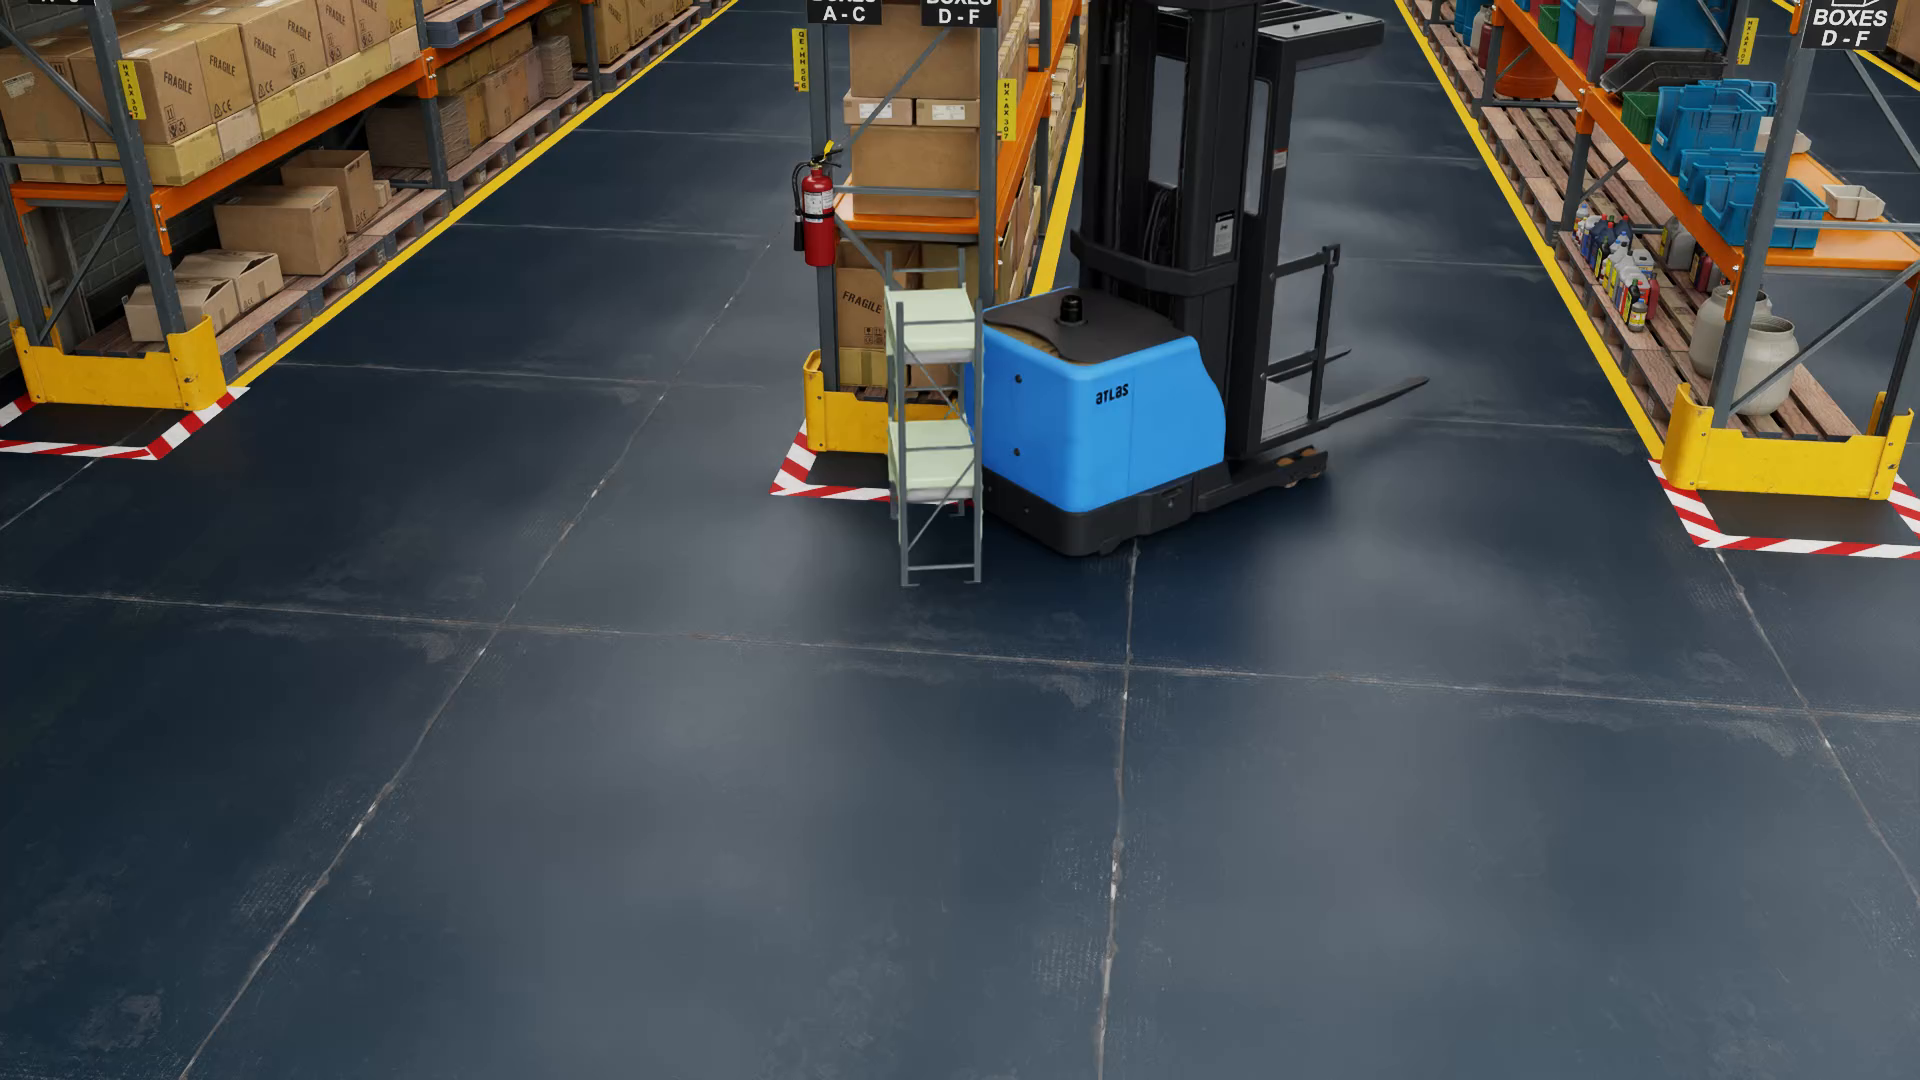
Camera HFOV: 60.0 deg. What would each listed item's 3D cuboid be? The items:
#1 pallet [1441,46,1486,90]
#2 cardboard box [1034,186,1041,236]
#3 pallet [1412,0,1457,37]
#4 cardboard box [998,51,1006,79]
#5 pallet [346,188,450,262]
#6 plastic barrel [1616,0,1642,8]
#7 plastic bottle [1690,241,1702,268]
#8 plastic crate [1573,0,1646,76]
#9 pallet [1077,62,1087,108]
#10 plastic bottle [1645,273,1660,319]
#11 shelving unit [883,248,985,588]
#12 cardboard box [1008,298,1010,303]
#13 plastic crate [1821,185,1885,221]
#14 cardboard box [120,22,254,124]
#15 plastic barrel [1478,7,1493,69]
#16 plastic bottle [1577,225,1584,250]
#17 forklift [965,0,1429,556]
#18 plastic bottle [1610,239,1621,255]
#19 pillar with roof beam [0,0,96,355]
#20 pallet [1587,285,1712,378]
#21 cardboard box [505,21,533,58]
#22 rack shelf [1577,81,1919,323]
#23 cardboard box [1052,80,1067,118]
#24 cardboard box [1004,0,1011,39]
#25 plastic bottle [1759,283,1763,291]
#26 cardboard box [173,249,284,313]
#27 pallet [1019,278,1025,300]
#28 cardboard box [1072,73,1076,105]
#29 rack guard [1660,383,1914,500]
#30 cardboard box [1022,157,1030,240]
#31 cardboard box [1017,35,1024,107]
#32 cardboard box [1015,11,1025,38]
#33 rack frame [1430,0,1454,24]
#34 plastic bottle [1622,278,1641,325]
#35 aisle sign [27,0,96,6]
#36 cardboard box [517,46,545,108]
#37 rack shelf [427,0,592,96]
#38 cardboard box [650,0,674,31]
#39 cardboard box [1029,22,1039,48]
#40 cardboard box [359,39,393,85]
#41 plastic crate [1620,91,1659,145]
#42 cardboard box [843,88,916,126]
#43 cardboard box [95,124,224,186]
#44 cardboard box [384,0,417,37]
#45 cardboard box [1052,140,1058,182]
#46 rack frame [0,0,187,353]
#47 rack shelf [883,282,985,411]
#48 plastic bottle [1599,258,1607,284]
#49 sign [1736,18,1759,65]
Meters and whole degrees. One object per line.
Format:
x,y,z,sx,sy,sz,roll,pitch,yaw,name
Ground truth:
5.802,-5.099,17.991,1.003,0.211,1.213,3,28,6,pallet
0.349,-2.530,12.740,0.500,0.250,0.500,3,28,6,cardboard box
6.136,-6.384,20.377,1.003,0.211,1.213,3,28,6,pallet
0.086,-2.892,10.166,0.380,0.149,0.250,2,28,4,cardboard box
-4.775,-2.527,13.218,1.003,0.211,1.213,3,28,6,pallet
5.529,-4.340,13.500,0.433,0.535,0.433,0,28,0,plastic barrel
5.288,-2.114,11.841,0.144,0.351,0.185,2,28,4,plastic bottle
4.860,-3.771,12.520,0.402,0.464,0.583,3,28,6,plastic crate
0.808,-4.791,17.421,1.003,0.211,1.213,3,28,6,pallet
4.568,-1.613,10.982,0.061,0.283,0.133,3,28,6,plastic bottle
-0.135,-0.609,8.299,0.431,1.500,0.755,-3,28,-6,shelving unit
0.043,-1.353,10.556,0.500,0.250,0.500,3,28,6,cardboard box
5.043,-1.901,9.394,0.298,0.136,0.250,3,28,6,plastic crate
-4.791,-2.902,10.321,0.500,0.500,0.500,3,29,6,cardboard box
5.776,-5.266,17.462,0.600,0.588,0.708,3,28,6,plastic barrel
4.605,-2.239,12.229,0.097,0.201,0.097,0,28,0,plastic bottle
1.450,-1.759,8.925,3.031,2.935,1.130,-20,34,-33,forklift
4.590,-1.974,11.664,0.097,0.271,0.097,0,28,0,plastic bottle
-1.718,-4.961,8.470,9.100,9.000,0.400,3,28,6,pillar with roof beam
4.834,-1.380,11.089,1.003,0.211,1.213,3,28,6,pallet
-4.406,-4.773,15.827,0.500,0.250,0.500,4,29,7,cardboard box
4.859,-2.239,10.502,1.077,0.370,4.000,3,28,6,rack shelf
0.674,-3.912,14.714,0.500,0.311,0.500,4,29,8,cardboard box
-0.044,-3.484,10.581,0.700,0.500,0.500,3,28,6,cardboard box
5.192,-1.553,10.870,0.061,0.283,0.133,4,29,7,plastic bottle
-4.974,-1.789,11.279,0.500,0.311,0.500,6,29,10,cardboard box
-0.097,-1.611,11.518,1.003,0.211,1.213,3,28,6,pallet
0.857,-4.382,16.178,0.500,0.250,0.500,4,29,7,cardboard box
4.577,-0.552,9.248,1.175,0.500,0.348,3,28,6,rack guard
0.219,-2.390,11.689,0.500,0.500,0.500,3,28,6,cardboard box
0.083,-3.373,11.743,0.700,0.500,0.500,3,28,6,cardboard box
0.242,-3.497,11.289,0.380,0.149,0.250,3,28,6,cardboard box
6.085,-7.263,19.069,1.000,3.000,0.127,3,28,6,rack frame
4.401,-1.558,10.880,0.061,0.283,0.133,4,29,7,plastic bottle
-4.929,-3.283,8.941,0.394,0.787,0.004,3,28,6,aisle sign
-4.453,-4.471,16.059,0.700,0.500,0.500,3,28,6,cardboard box
-4.483,-4.698,15.066,1.077,0.370,4.000,3,28,6,rack shelf
-3.804,-6.345,19.189,0.750,0.750,0.750,4,29,8,cardboard box
0.500,-4.081,13.428,0.380,0.149,0.250,3,28,6,cardboard box
-4.554,-3.541,12.297,0.500,0.250,0.500,3,29,6,cardboard box
4.658,-2.781,10.973,0.450,0.188,0.662,3,28,6,plastic crate
-0.443,-2.424,9.298,0.380,0.149,0.250,3,28,5,cardboard box
-4.843,-2.344,10.076,0.500,0.250,0.500,3,28,5,cardboard box
-4.479,-4.105,12.554,0.500,0.500,0.500,3,28,6,cardboard box
0.548,-3.177,13.941,0.500,0.250,0.500,4,29,7,cardboard box
-5.218,-2.190,9.653,1.000,3.000,0.127,3,28,6,rack frame
-0.135,-0.952,8.114,0.431,0.370,0.720,-3,28,-6,rack shelf
4.513,-1.882,11.568,0.097,0.201,0.097,0,28,0,plastic bottle
5.649,-3.582,11.944,0.100,0.325,0.005,3,28,6,sign
